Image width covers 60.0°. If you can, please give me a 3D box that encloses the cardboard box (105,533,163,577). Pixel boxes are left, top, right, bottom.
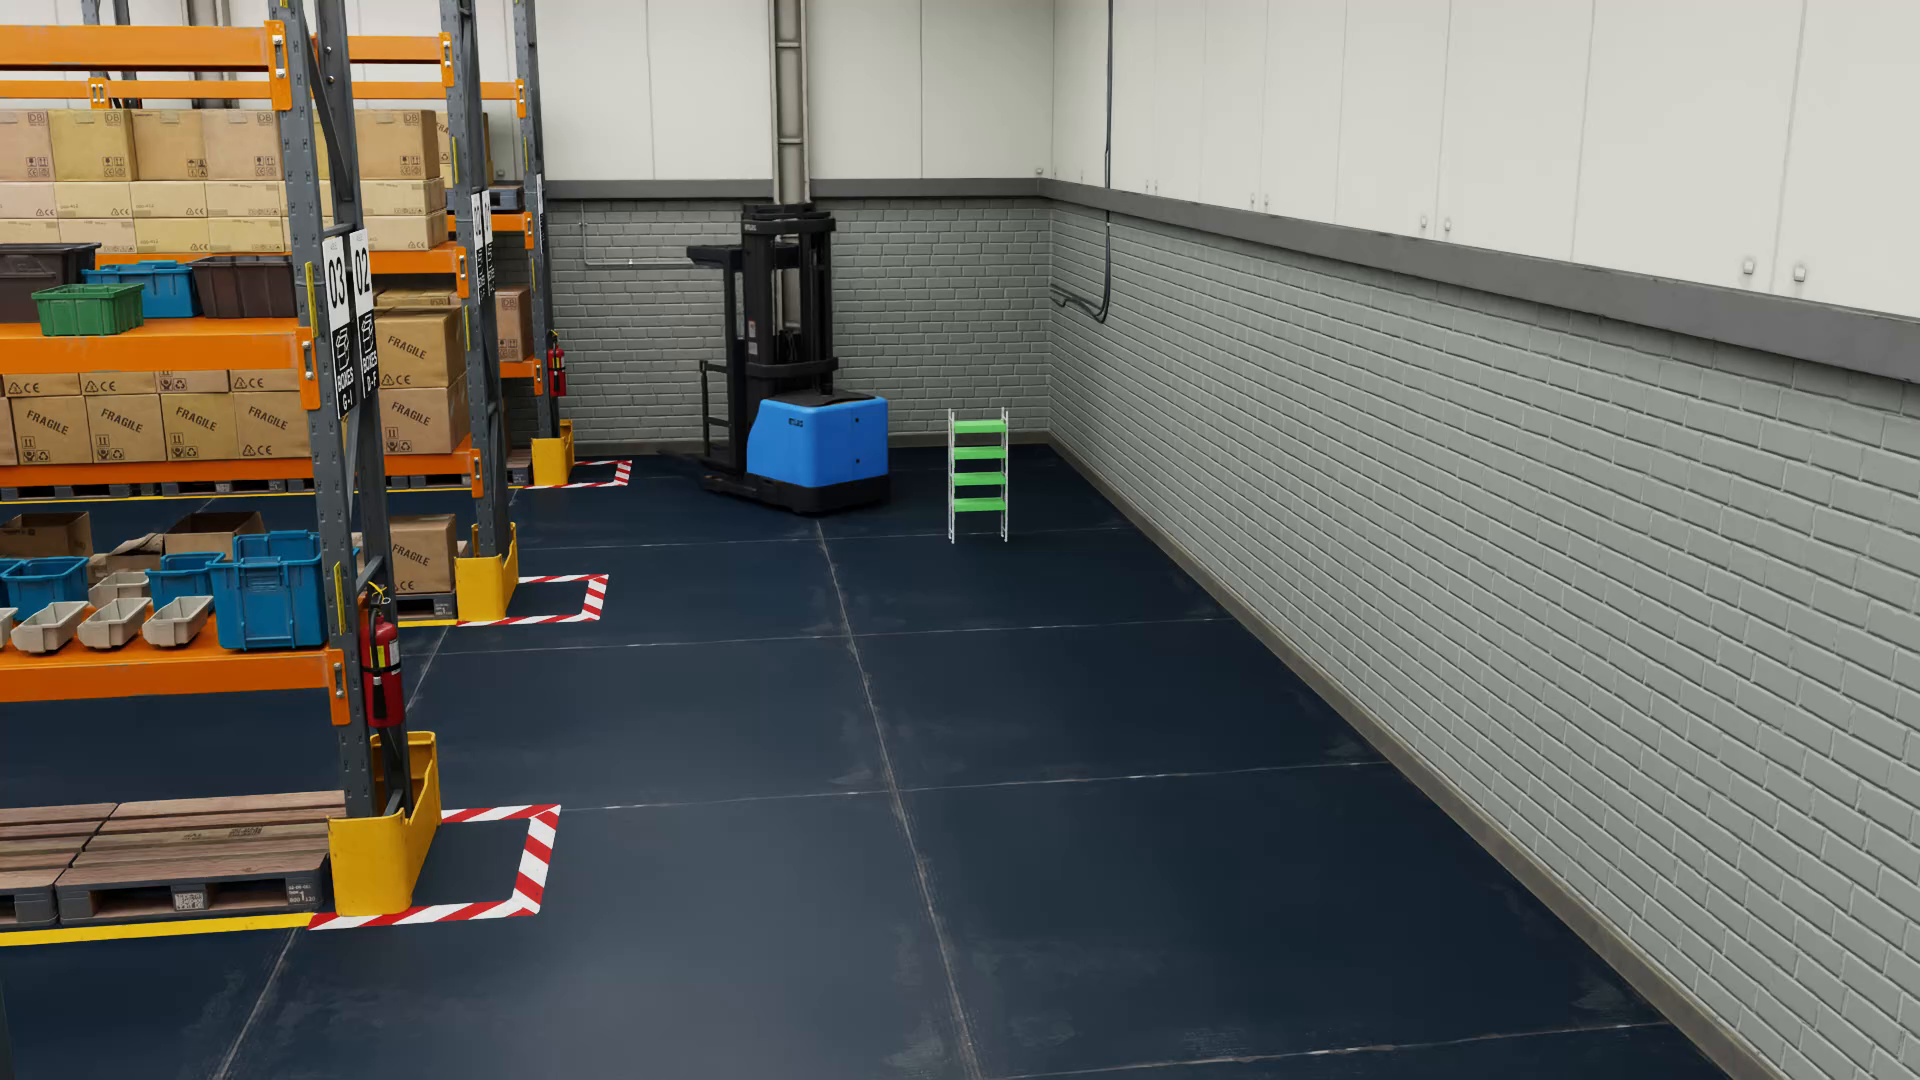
[{"bbox_3d":[-6.374,0.145,13.099,0.500,0.311,0.500,-2,14,-8],"label":"cardboard box"}]

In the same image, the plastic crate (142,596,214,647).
[{"bbox_3d":[-3.727,0.389,7.922,0.243,0.136,0.396,-2,14,-8],"label":"plastic crate"}]

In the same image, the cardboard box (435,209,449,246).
[{"bbox_3d":[-4.228,-2.399,12.764,0.500,0.250,0.500,-2,14,-8],"label":"cardboard box"}]

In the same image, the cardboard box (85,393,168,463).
[{"bbox_3d":[-6.092,-0.868,12.310,0.500,0.500,0.500,-2,14,-9],"label":"cardboard box"}]

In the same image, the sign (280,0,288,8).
[{"bbox_3d":[-2.850,-2.404,6.973,0.005,0.325,0.100,-2,14,-8],"label":"sign"}]

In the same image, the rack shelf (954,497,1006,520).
[{"bbox_3d":[0.164,-0.293,15.174,0.480,0.148,0.258,-2,14,-8],"label":"rack shelf"}]

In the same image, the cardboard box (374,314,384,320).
[{"bbox_3d":[-4.580,-1.407,12.405,0.500,0.500,0.500,-2,14,-7],"label":"cardboard box"}]

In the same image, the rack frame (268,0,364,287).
[{"bbox_3d":[-2.948,-2.693,7.459,0.127,3.000,1.000,-2,14,-8],"label":"rack frame"}]

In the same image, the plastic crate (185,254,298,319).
[{"bbox_3d":[-3.370,-1.227,8.052,0.590,0.269,0.497,-2,14,-8],"label":"plastic crate"}]

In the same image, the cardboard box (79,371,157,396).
[{"bbox_3d":[-6.111,-1.350,12.176,0.500,0.500,0.500,-3,14,-10],"label":"cardboard box"}]

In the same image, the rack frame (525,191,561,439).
[{"bbox_3d":[-4.424,-2.166,17.691,0.127,3.000,1.000,-2,14,-8],"label":"rack frame"}]

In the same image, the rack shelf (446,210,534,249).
[{"bbox_3d":[-6.401,-3.199,17.125,4.000,0.370,1.077,-2,14,-8],"label":"rack shelf"}]

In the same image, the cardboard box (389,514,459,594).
[{"bbox_3d":[-4.183,0.104,12.876,0.500,0.500,0.500,-2,14,-8],"label":"cardboard box"}]

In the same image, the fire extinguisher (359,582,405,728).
[{"bbox_3d":[-2.731,0.540,7.830,0.183,0.674,0.296,-2,14,-8],"label":"fire extinguisher"}]

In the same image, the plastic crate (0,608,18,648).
[{"bbox_3d":[-4.577,0.427,7.770,0.250,0.136,0.298,-2,14,-8],"label":"plastic crate"}]

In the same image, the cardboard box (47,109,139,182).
[{"bbox_3d":[-6.153,-2.848,11.985,0.500,0.500,0.700,-2,14,-8],"label":"cardboard box"}]

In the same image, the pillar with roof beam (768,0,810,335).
[{"bbox_3d":[-1.241,-4.346,14.052,0.400,9.000,9.100,-2,14,-8],"label":"pillar with roof beam"}]

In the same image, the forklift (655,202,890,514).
[{"bbox_3d":[-2.066,-1.966,17.036,1.130,2.935,3.031,-13,19,-41],"label":"forklift"}]

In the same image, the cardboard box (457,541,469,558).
[{"bbox_3d":[-4.147,0.128,13.503,0.250,0.149,0.380,-2,14,-8],"label":"cardboard box"}]

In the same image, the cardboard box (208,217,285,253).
[{"bbox_3d":[-5.139,-2.238,12.120,0.500,0.250,0.500,-2,14,-8],"label":"cardboard box"}]

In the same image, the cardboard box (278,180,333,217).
[{"bbox_3d":[-4.646,-2.501,12.142,0.500,0.250,0.500,-2,14,-8],"label":"cardboard box"}]

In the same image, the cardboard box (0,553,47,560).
[{"bbox_3d":[-7.190,0.298,12.489,0.500,0.311,0.500,-2,14,-8],"label":"cardboard box"}]

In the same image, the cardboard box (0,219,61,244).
[{"bbox_3d":[-6.624,-2.187,11.917,0.500,0.250,0.500,-2,14,-8],"label":"cardboard box"}]

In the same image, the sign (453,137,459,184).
[{"bbox_3d":[-3.619,-2.725,11.933,0.005,0.325,0.100,-2,14,-8],"label":"sign"}]

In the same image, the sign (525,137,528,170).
[{"bbox_3d":[-4.356,-3.881,16.706,0.005,0.325,0.100,-2,14,-8],"label":"sign"}]

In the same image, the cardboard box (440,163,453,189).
[{"bbox_3d":[-5.108,-3.710,16.921,0.500,0.250,0.500,-2,14,-7],"label":"cardboard box"}]

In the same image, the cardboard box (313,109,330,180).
[{"bbox_3d":[-4.694,-2.942,12.361,0.500,0.500,0.700,-2,14,-8],"label":"cardboard box"}]

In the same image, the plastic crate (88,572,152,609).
[{"bbox_3d":[-4.241,0.262,8.429,0.298,0.136,0.250,-2,14,-8],"label":"plastic crate"}]

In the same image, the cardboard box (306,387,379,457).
[{"bbox_3d":[-4.597,-0.922,12.524,0.500,0.500,0.500,-2,14,-8],"label":"cardboard box"}]

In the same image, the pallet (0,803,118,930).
[{"bbox_3d":[-4.973,1.634,8.273,1.213,0.211,1.003,-2,14,-8],"label":"pallet"}]

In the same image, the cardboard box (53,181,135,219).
[{"bbox_3d":[-6.129,-2.446,11.922,0.500,0.250,0.500,-2,14,-8],"label":"cardboard box"}]

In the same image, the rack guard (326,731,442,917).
[{"bbox_3d":[-2.926,1.426,8.509,0.348,0.500,1.175,-2,14,-8],"label":"rack guard"}]

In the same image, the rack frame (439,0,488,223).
[{"bbox_3d":[-3.682,-3.884,12.211,0.127,3.000,1.000,-2,14,-8],"label":"rack frame"}]

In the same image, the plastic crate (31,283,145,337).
[{"bbox_3d":[-3.880,-1.030,7.434,0.336,0.188,0.450,-2,14,-8],"label":"plastic crate"}]

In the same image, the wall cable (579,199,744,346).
[{"bbox_3d":[-3.298,-2.932,18.660,1.851,1.984,0.084,-2,14,-8],"label":"wall cable"}]

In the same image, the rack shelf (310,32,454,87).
[{"bbox_3d":[-5.660,-3.461,12.010,4.000,0.370,1.077,-2,14,-8],"label":"rack shelf"}]

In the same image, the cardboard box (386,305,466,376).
[{"bbox_3d":[-4.160,-1.555,12.996,0.500,0.500,0.500,-2,14,-7],"label":"cardboard box"}]

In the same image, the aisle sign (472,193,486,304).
[{"bbox_3d":[-3.569,-2.164,12.340,0.004,0.787,0.394,-2,14,-8],"label":"aisle sign"}]

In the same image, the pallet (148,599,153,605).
[{"bbox_3d":[-5.749,0.454,12.980,1.213,0.211,1.003,-2,14,-8],"label":"pallet"}]

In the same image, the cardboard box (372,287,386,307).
[{"bbox_3d":[-6.399,-2.236,17.354,0.700,0.700,0.980,-3,14,-11],"label":"cardboard box"}]

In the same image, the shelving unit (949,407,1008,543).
[{"bbox_3d":[0.164,-0.588,15.100,0.503,1.200,0.258,-2,14,-8],"label":"shelving unit"}]

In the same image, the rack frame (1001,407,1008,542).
[{"bbox_3d":[0.405,-0.597,15.135,0.015,1.200,0.240,-2,14,-8],"label":"rack frame"}]

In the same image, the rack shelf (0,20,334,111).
[{"bbox_3d":[-4.925,-2.077,7.307,4.000,0.370,1.077,-2,14,-8],"label":"rack shelf"}]

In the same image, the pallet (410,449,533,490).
[{"bbox_3d":[-5.203,-0.765,17.840,1.213,0.211,1.003,-2,14,-8],"label":"pallet"}]
